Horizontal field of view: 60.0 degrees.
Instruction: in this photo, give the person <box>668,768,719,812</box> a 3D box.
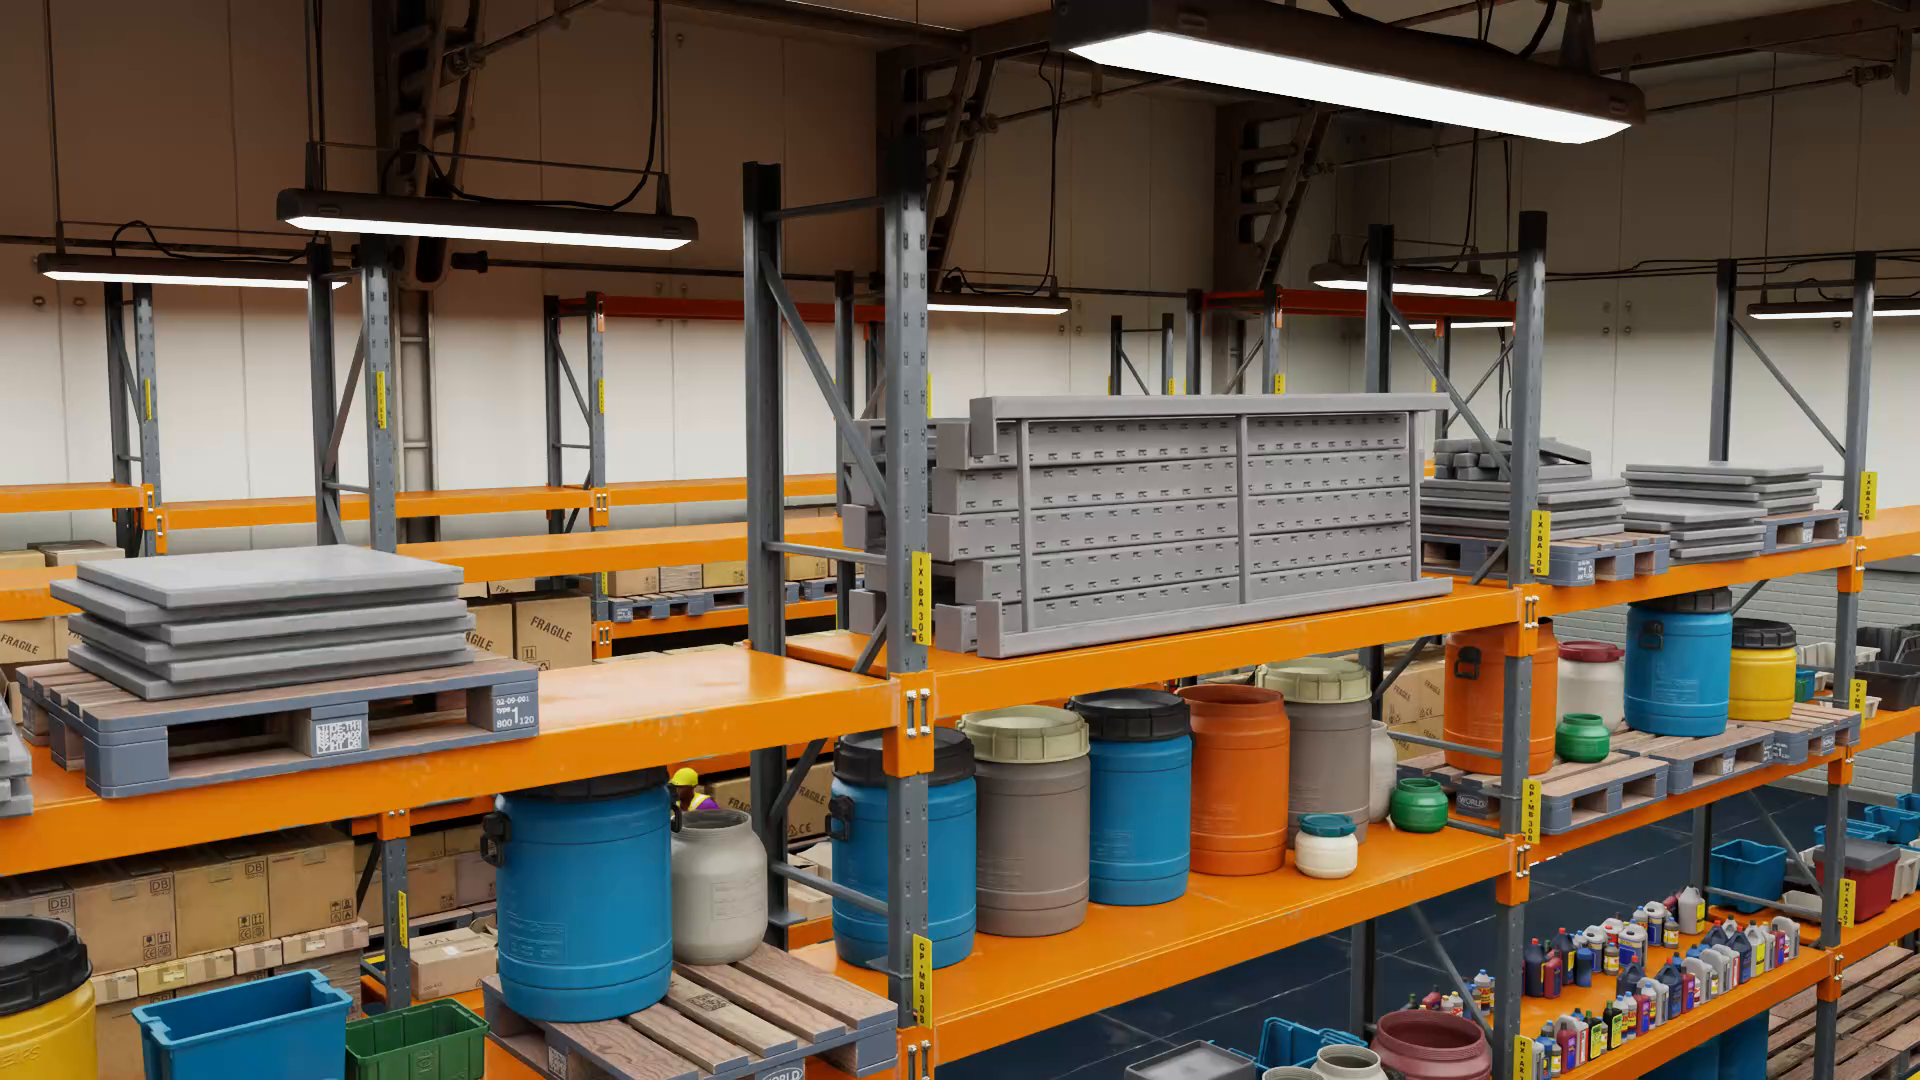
[{"bbox_3d":[-2.270,2.878,14.912,0.700,1.753,1.103,5,7,42],"label":"person"}]
